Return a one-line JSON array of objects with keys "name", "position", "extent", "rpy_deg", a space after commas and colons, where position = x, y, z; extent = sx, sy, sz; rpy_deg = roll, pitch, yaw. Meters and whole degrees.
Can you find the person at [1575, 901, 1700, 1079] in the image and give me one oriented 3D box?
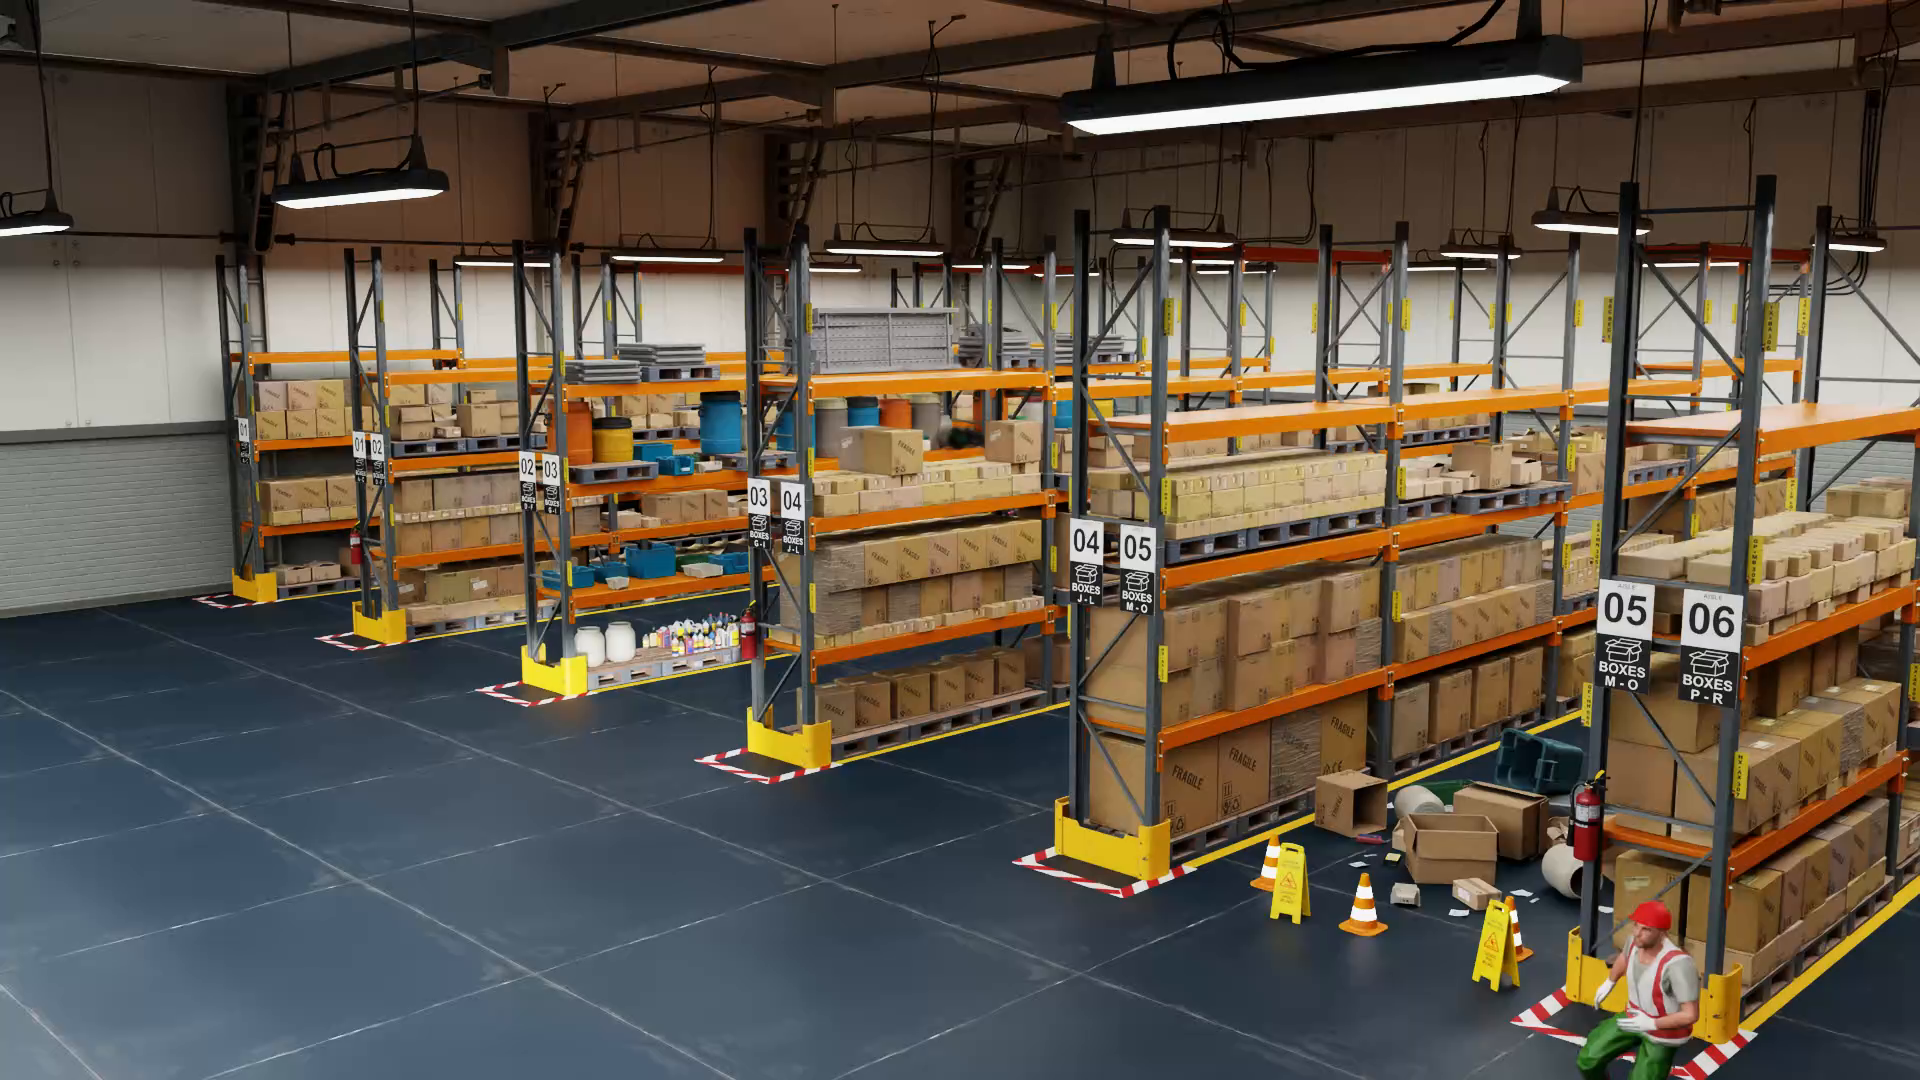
[{"name": "person", "position": [4.116, 2.973, 10.064], "extent": [0.608, 1.710, 0.839], "rpy_deg": [-5, 9, -31]}]
